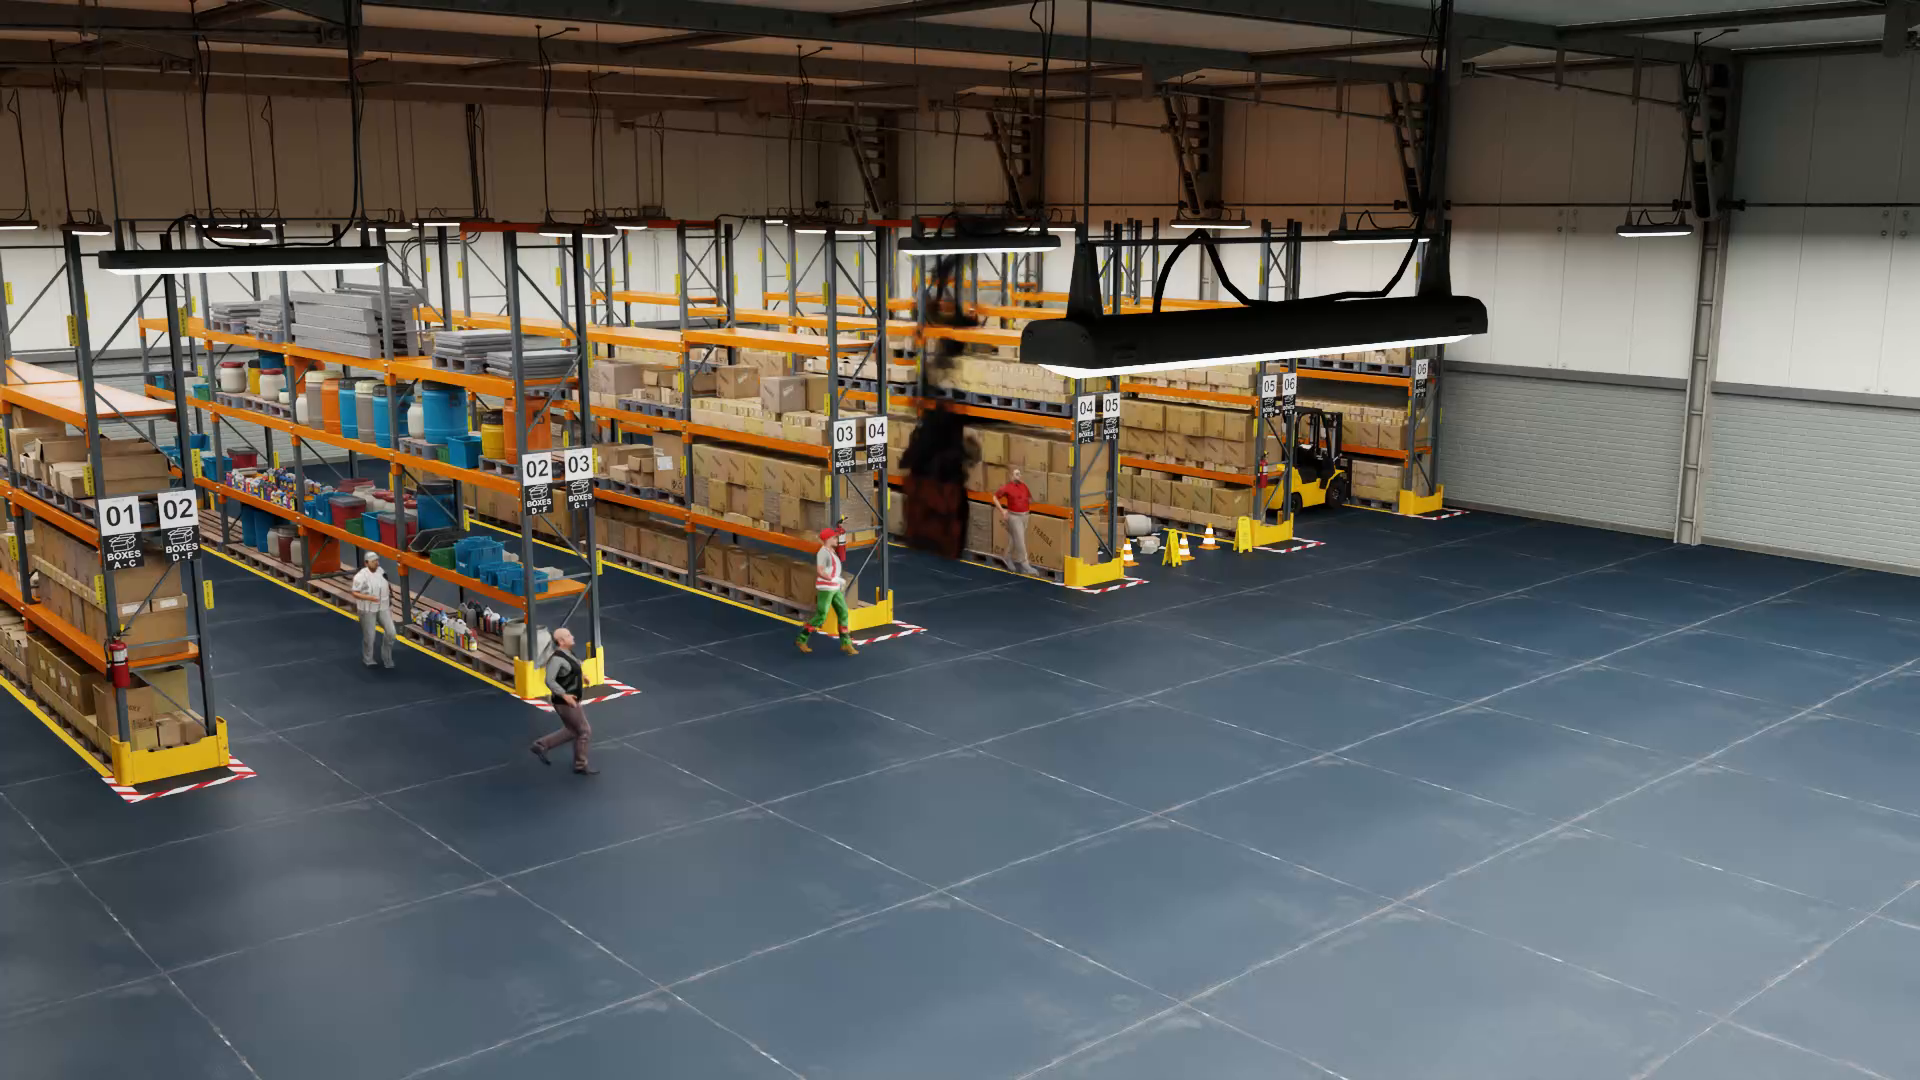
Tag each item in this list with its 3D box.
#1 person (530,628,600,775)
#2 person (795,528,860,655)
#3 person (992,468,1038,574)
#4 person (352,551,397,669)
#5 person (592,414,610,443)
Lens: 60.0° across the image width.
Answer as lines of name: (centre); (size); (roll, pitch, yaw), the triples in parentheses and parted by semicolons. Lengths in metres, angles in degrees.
person: (-4.455, 1.813, 18.641); (0.764, 1.718, 0.657); (-2, 12, -9)
person: (-1.852, 0.723, 23.764); (0.930, 1.784, 0.721); (3, 12, 13)
person: (0.991, -0.298, 27.617); (0.671, 1.773, 0.895); (-11, 16, -43)
person: (-8.052, 0.989, 22.880); (0.597, 1.698, 0.695); (-11, 16, -42)
person: (-8.854, -2.794, 41.244); (0.666, 1.751, 0.809); (9, 14, 36)
